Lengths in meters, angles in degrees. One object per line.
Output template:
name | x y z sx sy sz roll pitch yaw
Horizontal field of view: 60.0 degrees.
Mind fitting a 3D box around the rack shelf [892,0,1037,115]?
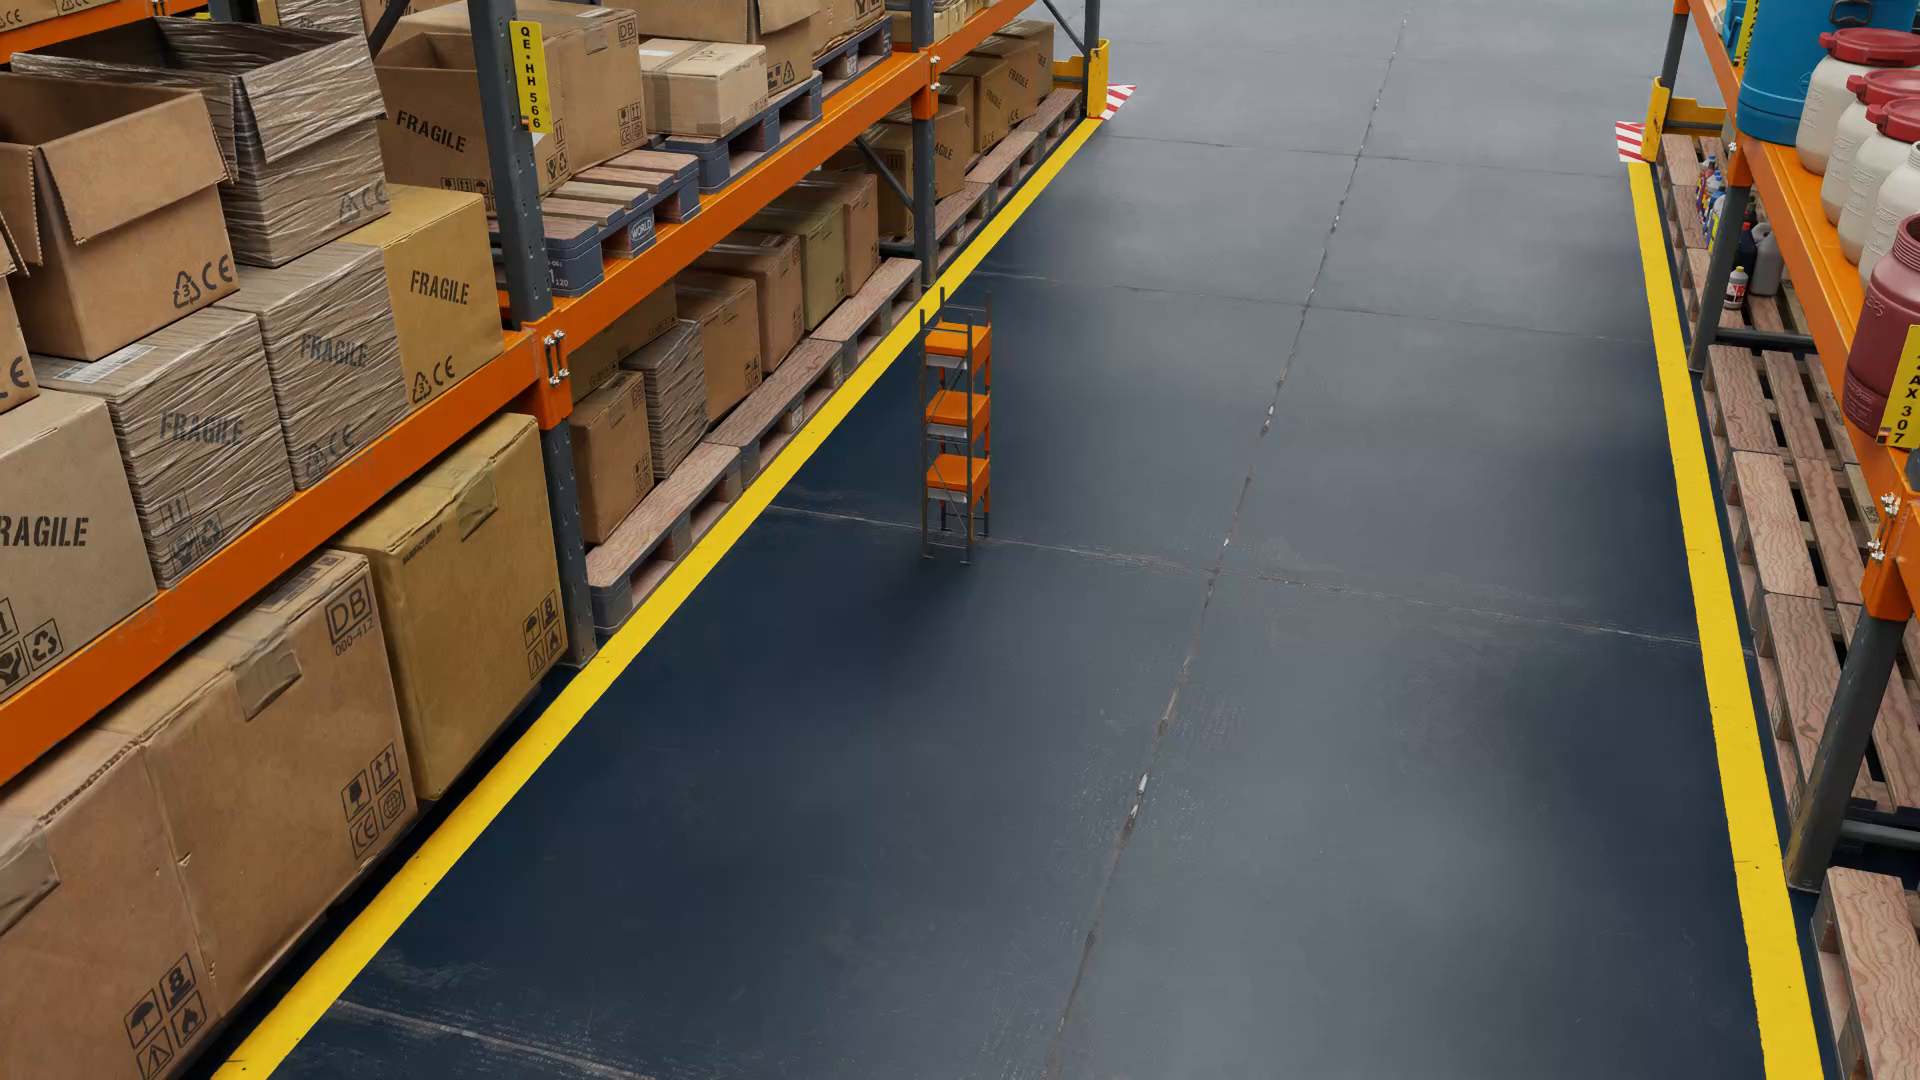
rack shelf | -0.043 -3.417 10.548 1.077 0.370 4.000 8 30 15

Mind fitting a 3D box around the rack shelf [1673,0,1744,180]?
rack shelf | 4.692 -2.711 9.277 1.077 0.370 4.000 8 30 15

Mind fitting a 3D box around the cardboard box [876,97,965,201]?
cardboard box | -0.314 -2.341 10.012 0.500 0.500 0.500 19 34 30

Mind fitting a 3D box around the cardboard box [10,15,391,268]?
cardboard box | -2.034 -1.088 4.486 0.797 0.503 0.637 10 30 17

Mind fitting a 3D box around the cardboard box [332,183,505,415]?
cardboard box | -1.712 -0.723 4.860 0.500 0.500 0.500 9 30 16

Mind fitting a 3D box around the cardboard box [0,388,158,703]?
cardboard box | -2.164 -0.014 3.586 0.500 0.500 0.500 9 30 16

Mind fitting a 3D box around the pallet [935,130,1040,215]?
pallet | -0.110 -2.470 10.973 1.003 0.211 1.213 8 30 15

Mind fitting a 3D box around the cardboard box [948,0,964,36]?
cardboard box | -0.194 -2.864 9.071 0.380 0.149 0.250 8 30 15

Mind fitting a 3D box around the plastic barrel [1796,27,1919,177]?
plastic barrel | 3.614 -1.742 6.656 0.433 0.535 0.433 0 29 0

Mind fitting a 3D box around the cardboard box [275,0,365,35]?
cardboard box | -4.829 -3.514 11.735 0.875 0.875 0.875 9 30 15

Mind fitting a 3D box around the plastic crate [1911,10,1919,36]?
plastic crate | 4.380 -2.294 7.851 0.767 0.338 0.504 8 30 15

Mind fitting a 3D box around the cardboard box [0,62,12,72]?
cardboard box | -5.438 -2.456 9.962 1.050 0.750 0.750 8 30 15

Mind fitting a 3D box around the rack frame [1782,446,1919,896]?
rack frame | 2.931 -0.237 4.090 1.000 3.000 0.127 8 30 15

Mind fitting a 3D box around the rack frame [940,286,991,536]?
rack frame | 0.020 -0.491 6.552 0.200 1.050 0.008 8 30 15

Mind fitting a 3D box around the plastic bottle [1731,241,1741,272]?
plastic bottle | 3.931 -1.372 8.472 0.061 0.283 0.133 10 31 17

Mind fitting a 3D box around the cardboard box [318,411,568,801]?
cardboard box | -2.027 0.119 5.204 1.225 0.875 0.875 7 30 13

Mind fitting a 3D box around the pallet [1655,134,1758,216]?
pallet | 5.058 -2.317 10.698 1.003 0.211 1.213 8 30 15

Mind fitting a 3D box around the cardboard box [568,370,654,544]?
cardboard box | -1.627 -0.358 6.426 0.700 0.500 0.500 7 30 12

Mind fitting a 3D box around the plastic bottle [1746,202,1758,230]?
plastic bottle | 4.275 -1.678 9.022 0.061 0.283 0.133 8 30 15

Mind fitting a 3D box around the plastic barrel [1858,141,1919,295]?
plastic barrel | 3.152 -0.990 5.329 0.421 0.512 0.421 0 29 0

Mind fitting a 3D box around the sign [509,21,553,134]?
sign | -1.273 -1.372 4.939 0.100 0.325 0.005 8 30 15

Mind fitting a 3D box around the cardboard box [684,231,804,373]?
cardboard box | -1.153 -1.141 7.834 0.700 0.500 0.500 6 30 11

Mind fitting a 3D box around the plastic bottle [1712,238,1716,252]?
plastic bottle | 4.083 -1.612 8.904 0.061 0.283 0.133 11 31 18

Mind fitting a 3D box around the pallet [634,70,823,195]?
pallet | -1.262 -1.785 7.071 1.003 0.211 1.213 8 30 15

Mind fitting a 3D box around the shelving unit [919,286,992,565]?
shelving unit | -0.016 -0.434 6.450 0.215 1.050 0.252 8 30 15

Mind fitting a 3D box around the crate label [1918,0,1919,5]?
crate label | 4.997 -3.076 9.158 0.502 0.435 0.616 8 30 15

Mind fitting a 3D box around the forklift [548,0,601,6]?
forklift | -2.147 -2.912 8.970 1.130 2.935 3.031 6 30 11

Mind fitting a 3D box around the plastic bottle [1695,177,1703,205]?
plastic bottle | 4.418 -2.078 9.825 0.097 0.201 0.097 0 29 0

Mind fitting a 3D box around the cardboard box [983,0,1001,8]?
cardboard box | 0.030 -3.212 9.697 0.380 0.149 0.250 8 30 15

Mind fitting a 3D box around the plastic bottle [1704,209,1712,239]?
plastic bottle | 4.229 -1.779 9.287 0.097 0.201 0.097 0 29 0

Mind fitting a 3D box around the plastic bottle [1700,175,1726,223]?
plastic bottle | 4.319 -1.951 9.525 0.097 0.271 0.097 0 29 0

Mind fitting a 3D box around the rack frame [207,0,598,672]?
rack frame | -1.804 -0.944 5.361 1.000 3.000 0.127 8 30 15

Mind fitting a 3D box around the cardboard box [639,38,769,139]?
cardboard box | -1.092 -1.808 6.636 0.500 0.250 0.500 8 30 13

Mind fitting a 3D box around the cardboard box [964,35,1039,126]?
cardboard box | 0.202 -3.182 11.524 0.500 0.500 0.500 17 33 28

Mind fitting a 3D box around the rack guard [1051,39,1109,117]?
rack guard | 0.522 -3.534 12.588 1.175 0.500 0.348 8 30 15

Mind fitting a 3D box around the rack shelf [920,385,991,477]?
rack shelf | -0.016 -0.425 6.455 0.215 0.259 0.240 8 30 15

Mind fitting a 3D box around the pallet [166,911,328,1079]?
pallet | -2.468 1.196 4.383 1.003 0.211 1.213 8 30 15

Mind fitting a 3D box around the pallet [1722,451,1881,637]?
pallet | 3.555 0.062 6.421 1.003 0.211 1.213 8 30 15

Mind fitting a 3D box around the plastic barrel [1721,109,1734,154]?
plastic barrel | 5.159 -2.734 10.707 0.421 0.512 0.421 0 29 0

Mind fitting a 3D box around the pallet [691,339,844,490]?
pallet | -1.213 -0.653 7.707 1.003 0.211 1.213 8 30 15

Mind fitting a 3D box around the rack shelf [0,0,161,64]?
rack shelf | -5.929 -2.313 8.563 1.077 0.370 4.000 8 30 15

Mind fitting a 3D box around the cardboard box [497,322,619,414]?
cardboard box | -1.636 -0.687 6.246 0.500 0.250 0.500 10 31 17
